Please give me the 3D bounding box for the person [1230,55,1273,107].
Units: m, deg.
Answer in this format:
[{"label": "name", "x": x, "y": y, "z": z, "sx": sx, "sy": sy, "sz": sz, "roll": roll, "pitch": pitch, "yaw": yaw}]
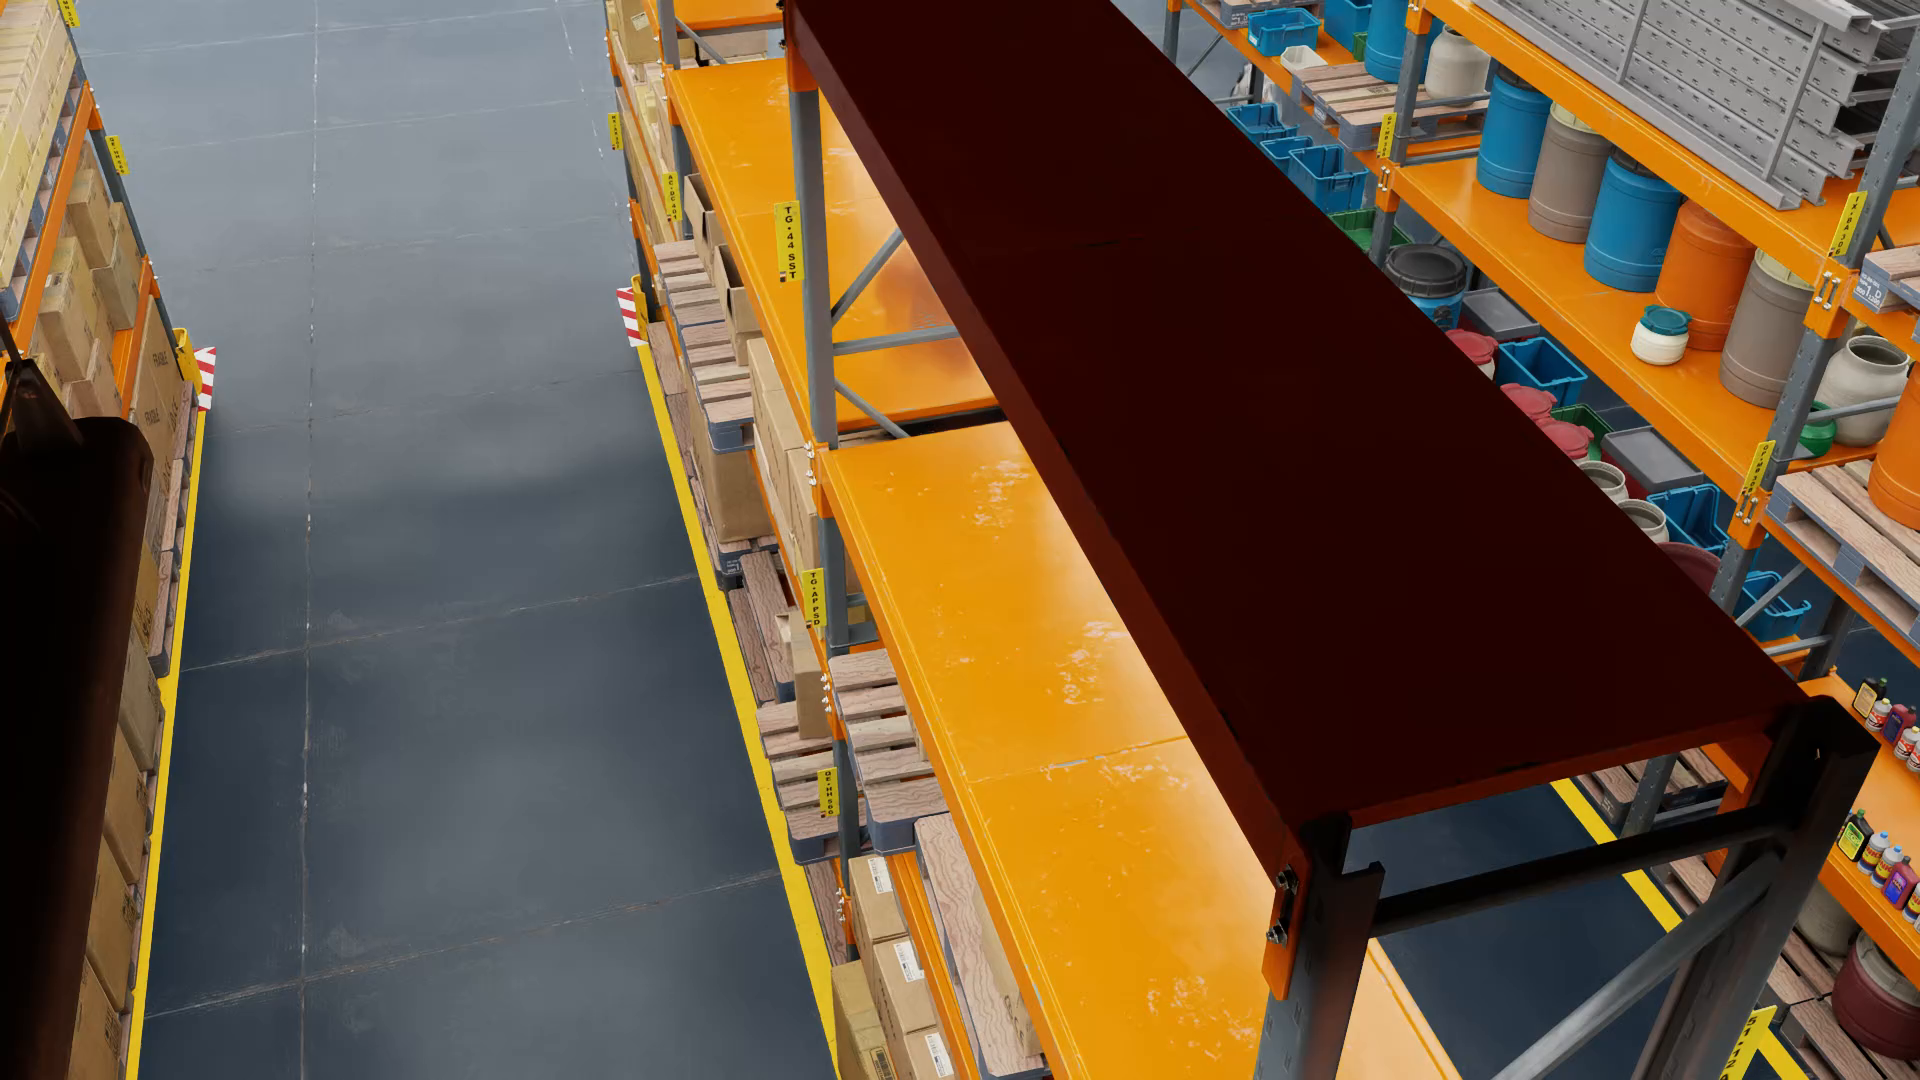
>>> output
[{"label": "person", "x": 2.977, "y": -4.306, "z": 16.897, "sx": 0.550, "sy": 1.717, "sz": 0.754, "roll": 19, "pitch": 42, "yaw": 22}]
